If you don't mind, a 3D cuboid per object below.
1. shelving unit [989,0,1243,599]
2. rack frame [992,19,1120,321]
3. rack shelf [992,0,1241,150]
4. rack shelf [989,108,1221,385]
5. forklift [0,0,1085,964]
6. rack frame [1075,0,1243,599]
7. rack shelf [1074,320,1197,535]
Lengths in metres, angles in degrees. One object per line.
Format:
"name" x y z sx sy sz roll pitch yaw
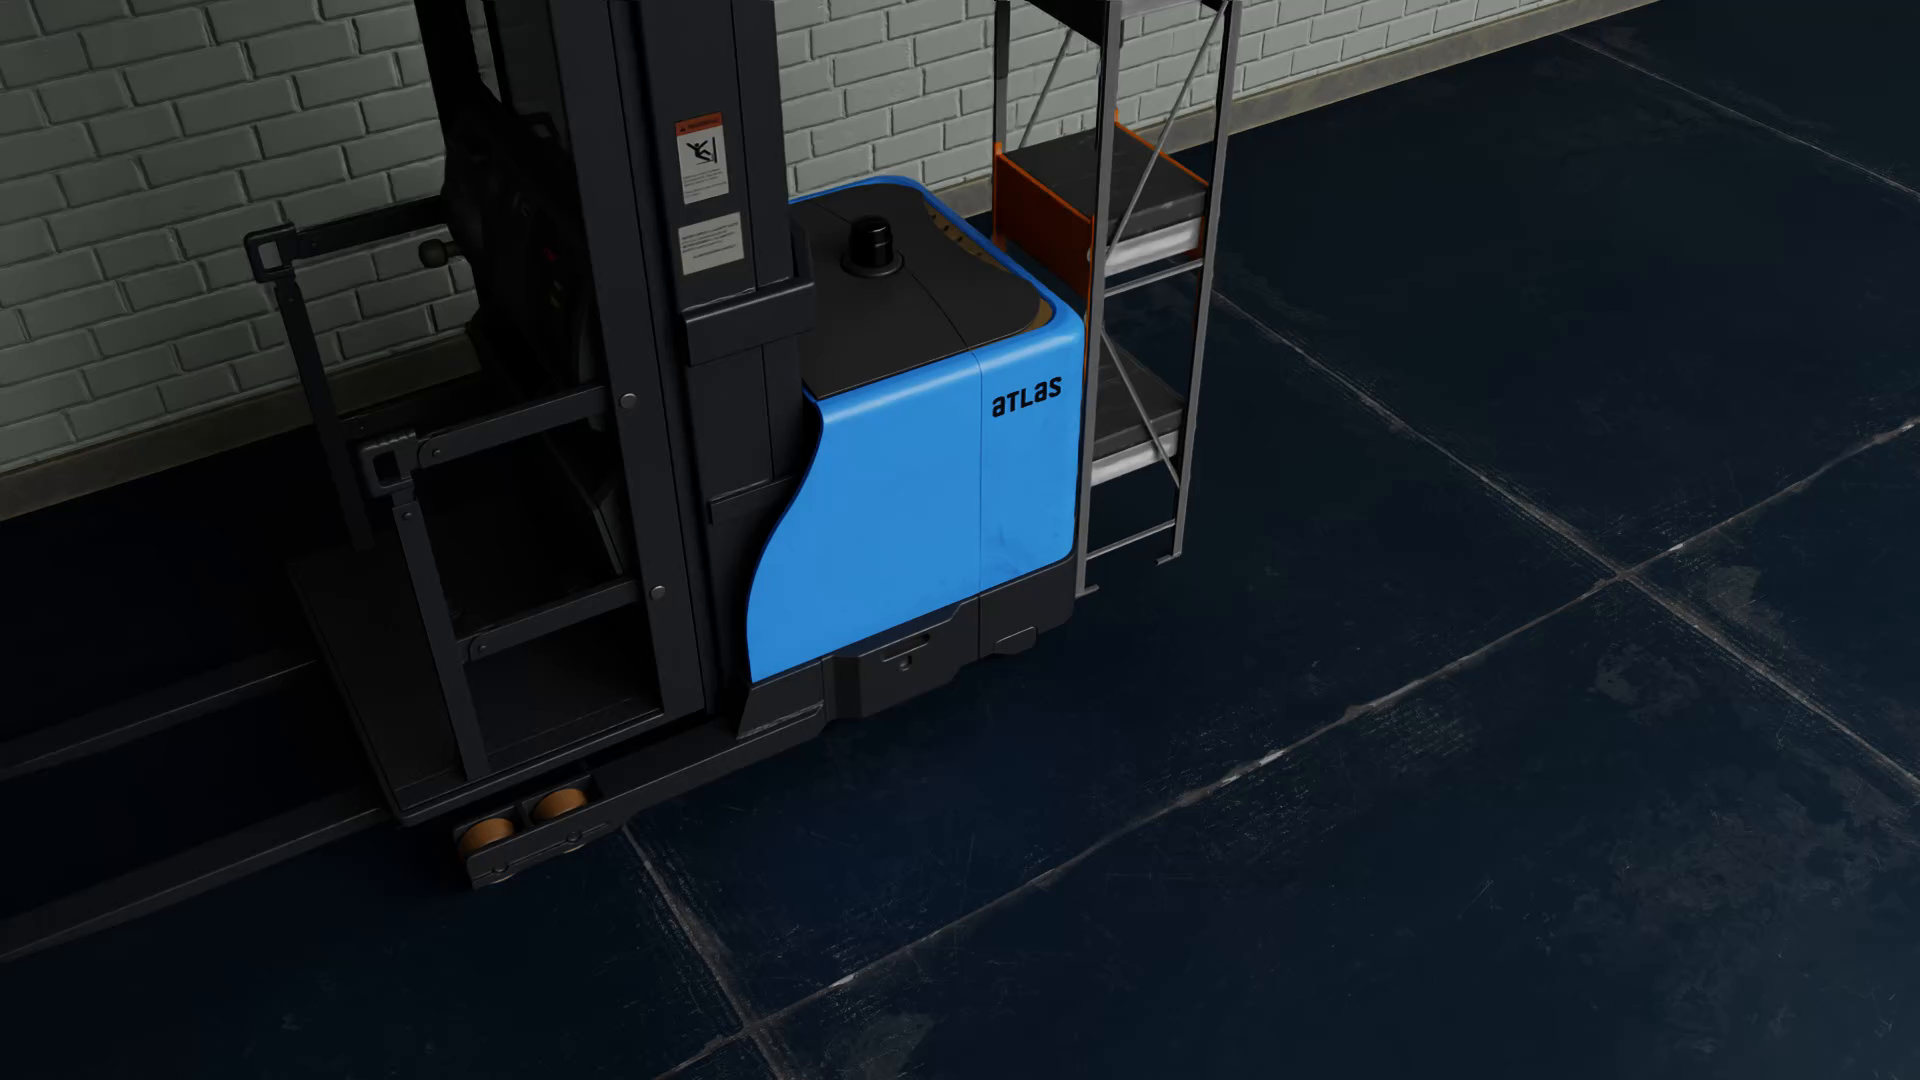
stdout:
"shelving unit" 0.390 -0.830 4.606 0.431 2.100 0.503 -21 44 -23
"rack frame" 0.265 -0.964 4.767 0.400 2.100 0.015 -21 44 -23
"rack shelf" 0.390 -1.358 4.167 0.431 0.518 0.480 -21 44 -23
"rack shelf" 0.390 -0.820 4.615 0.431 0.518 0.480 -21 44 -23
"forklift" -1.191 -0.646 3.736 3.031 2.935 1.130 -21 44 -23
"rack frame" 0.515 -0.696 4.445 0.400 2.100 0.015 -21 44 -23
"rack shelf" 0.390 -0.282 5.063 0.431 0.518 0.480 -21 44 -23
